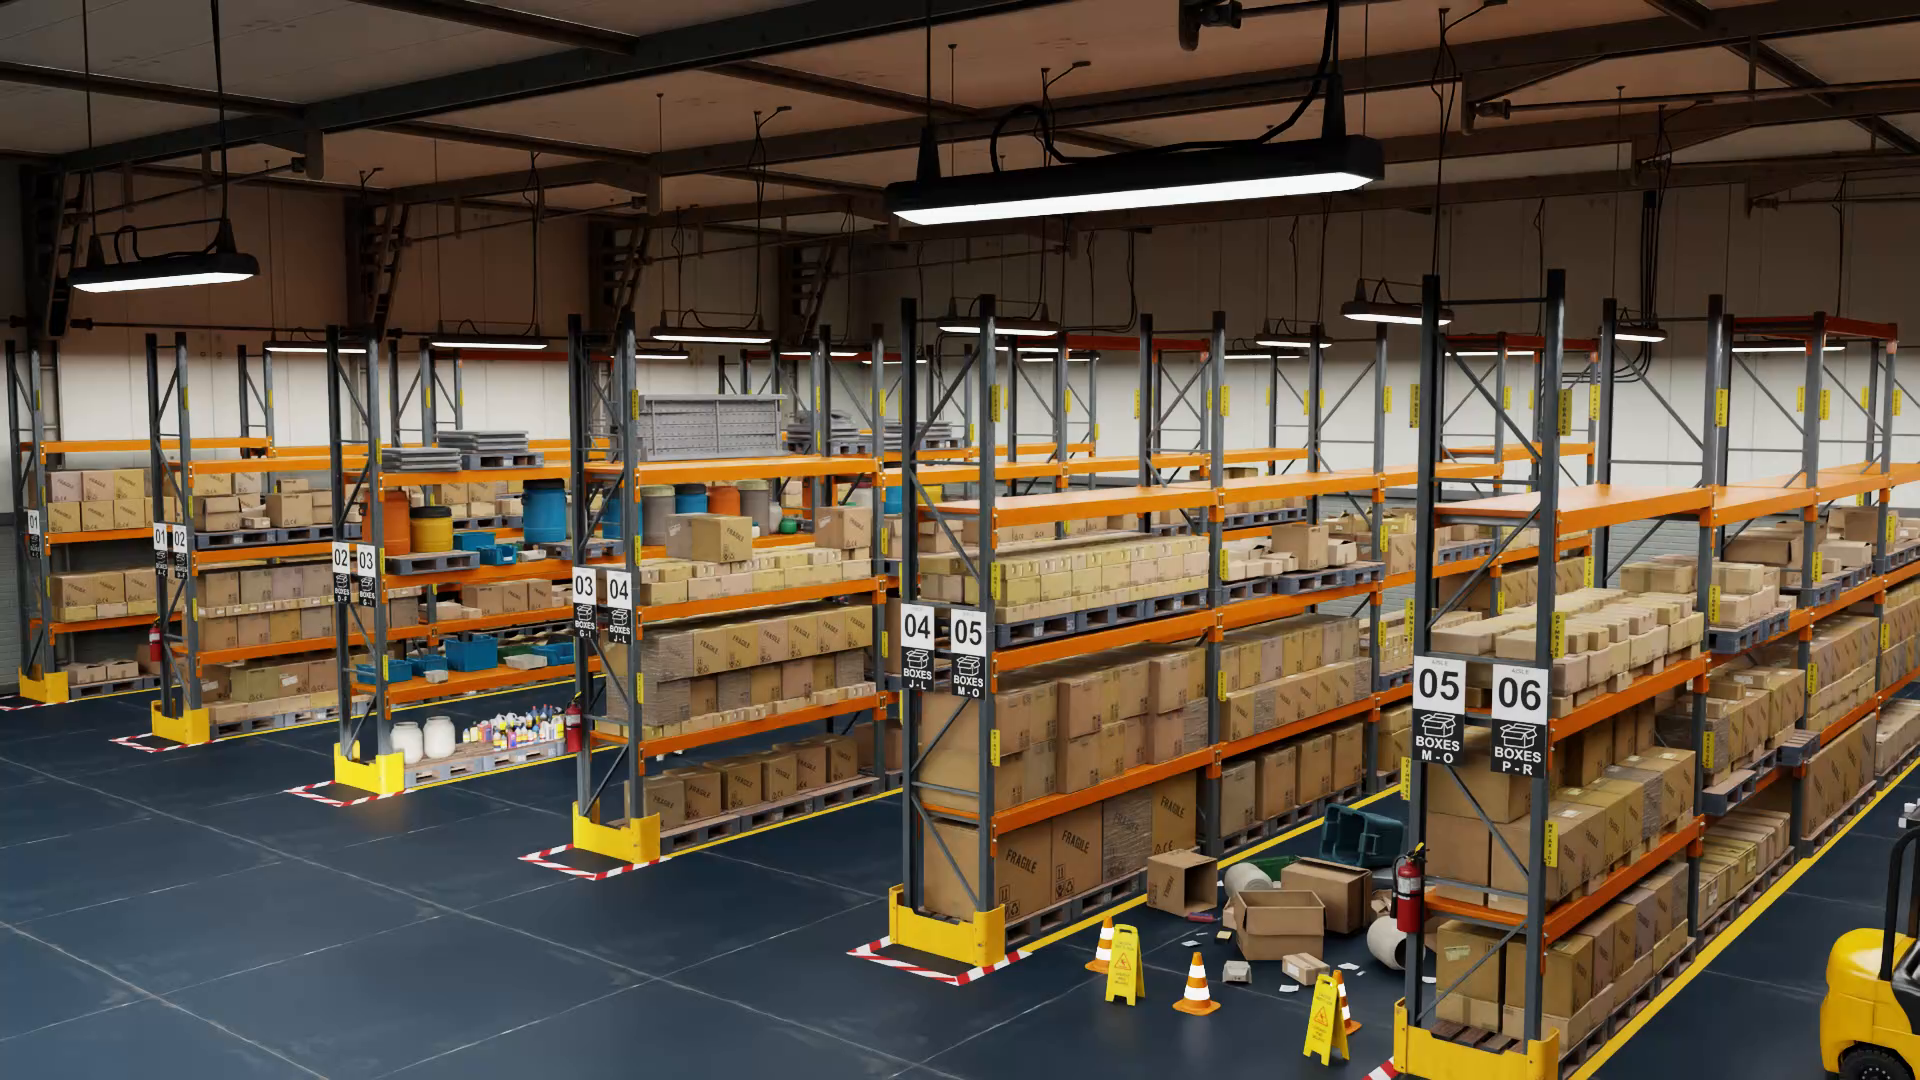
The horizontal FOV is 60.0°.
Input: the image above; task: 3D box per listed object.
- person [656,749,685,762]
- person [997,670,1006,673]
[{"bbox_3d":[-4.051,2.243,23.414,0.470,1.694,0.673,0,5,3],"label":"person"},{"bbox_3d":[0.421,2.393,21.061,0.991,1.707,0.550,-4,7,-38],"label":"person"}]
